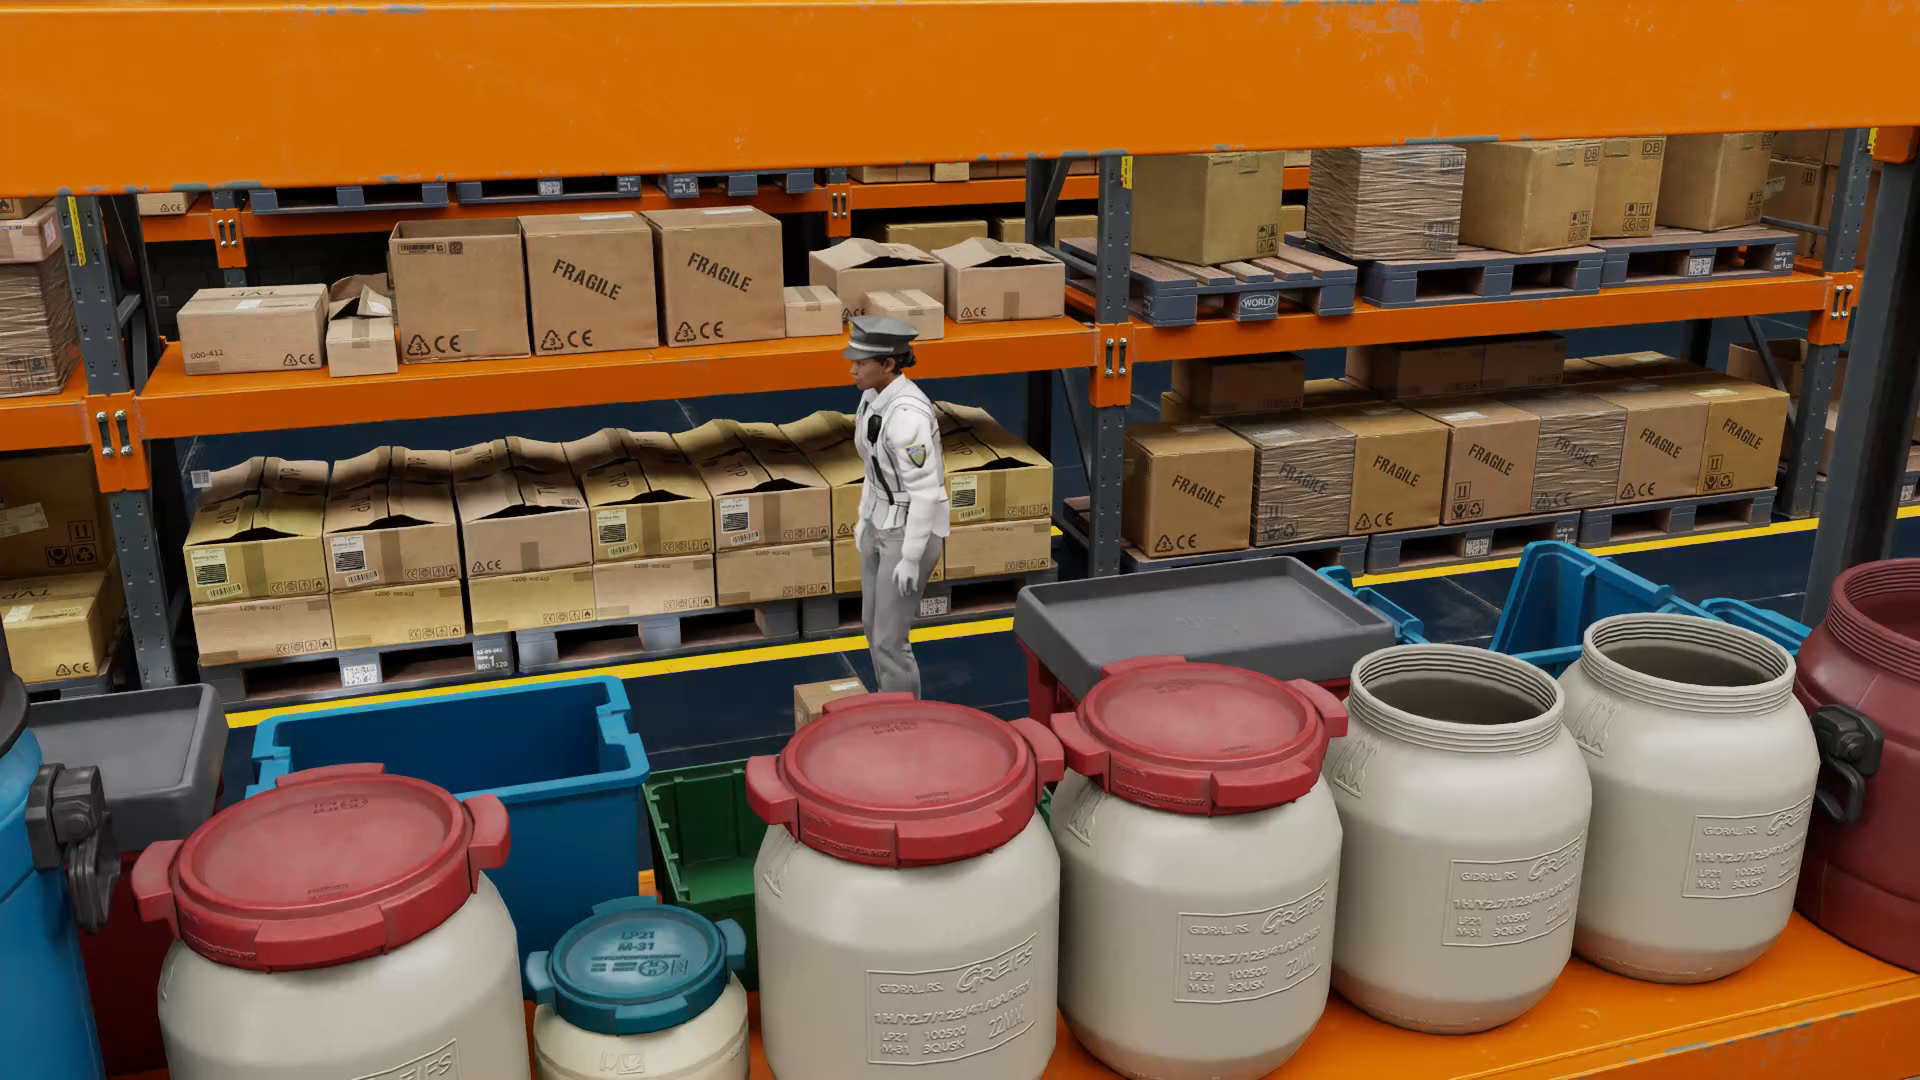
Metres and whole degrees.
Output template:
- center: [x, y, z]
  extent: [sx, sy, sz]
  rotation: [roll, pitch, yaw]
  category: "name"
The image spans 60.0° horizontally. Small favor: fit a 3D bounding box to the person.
- center: [-0.257, 0.001, 6.055]
  extent: [0.410, 1.666, 0.547]
  rotation: [-7, 21, -20]
  category: "person"
